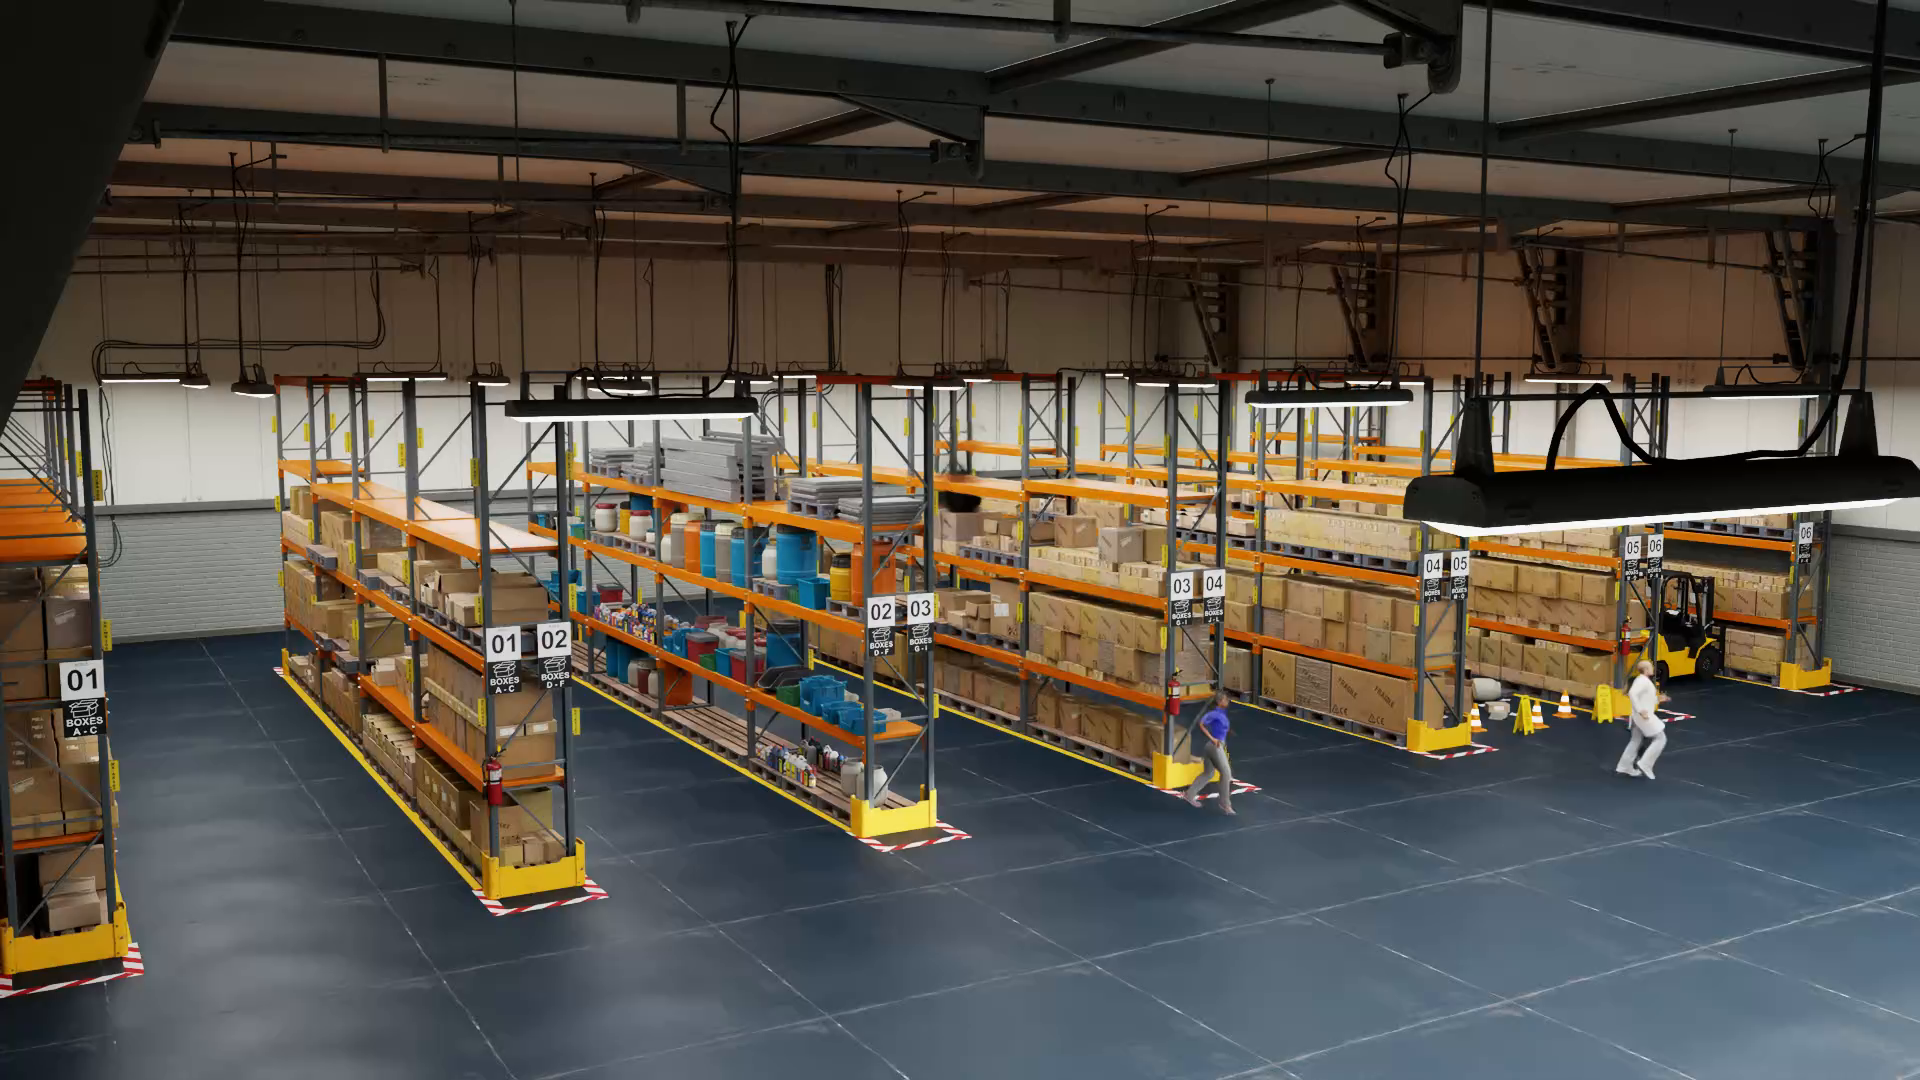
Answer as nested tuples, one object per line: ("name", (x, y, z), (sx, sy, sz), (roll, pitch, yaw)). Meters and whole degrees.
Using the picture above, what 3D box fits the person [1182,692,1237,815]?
("person", (3.535, 2.990, 23.378), (0.771, 1.690, 0.588), (1, 6, 13))

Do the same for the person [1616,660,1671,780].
("person", (10.328, 2.714, 25.104), (0.755, 1.807, 0.689), (1, 6, 7))

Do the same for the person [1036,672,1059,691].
("person", (1.646, 2.071, 31.799), (0.548, 1.568, 0.805), (-4, 8, -34))
